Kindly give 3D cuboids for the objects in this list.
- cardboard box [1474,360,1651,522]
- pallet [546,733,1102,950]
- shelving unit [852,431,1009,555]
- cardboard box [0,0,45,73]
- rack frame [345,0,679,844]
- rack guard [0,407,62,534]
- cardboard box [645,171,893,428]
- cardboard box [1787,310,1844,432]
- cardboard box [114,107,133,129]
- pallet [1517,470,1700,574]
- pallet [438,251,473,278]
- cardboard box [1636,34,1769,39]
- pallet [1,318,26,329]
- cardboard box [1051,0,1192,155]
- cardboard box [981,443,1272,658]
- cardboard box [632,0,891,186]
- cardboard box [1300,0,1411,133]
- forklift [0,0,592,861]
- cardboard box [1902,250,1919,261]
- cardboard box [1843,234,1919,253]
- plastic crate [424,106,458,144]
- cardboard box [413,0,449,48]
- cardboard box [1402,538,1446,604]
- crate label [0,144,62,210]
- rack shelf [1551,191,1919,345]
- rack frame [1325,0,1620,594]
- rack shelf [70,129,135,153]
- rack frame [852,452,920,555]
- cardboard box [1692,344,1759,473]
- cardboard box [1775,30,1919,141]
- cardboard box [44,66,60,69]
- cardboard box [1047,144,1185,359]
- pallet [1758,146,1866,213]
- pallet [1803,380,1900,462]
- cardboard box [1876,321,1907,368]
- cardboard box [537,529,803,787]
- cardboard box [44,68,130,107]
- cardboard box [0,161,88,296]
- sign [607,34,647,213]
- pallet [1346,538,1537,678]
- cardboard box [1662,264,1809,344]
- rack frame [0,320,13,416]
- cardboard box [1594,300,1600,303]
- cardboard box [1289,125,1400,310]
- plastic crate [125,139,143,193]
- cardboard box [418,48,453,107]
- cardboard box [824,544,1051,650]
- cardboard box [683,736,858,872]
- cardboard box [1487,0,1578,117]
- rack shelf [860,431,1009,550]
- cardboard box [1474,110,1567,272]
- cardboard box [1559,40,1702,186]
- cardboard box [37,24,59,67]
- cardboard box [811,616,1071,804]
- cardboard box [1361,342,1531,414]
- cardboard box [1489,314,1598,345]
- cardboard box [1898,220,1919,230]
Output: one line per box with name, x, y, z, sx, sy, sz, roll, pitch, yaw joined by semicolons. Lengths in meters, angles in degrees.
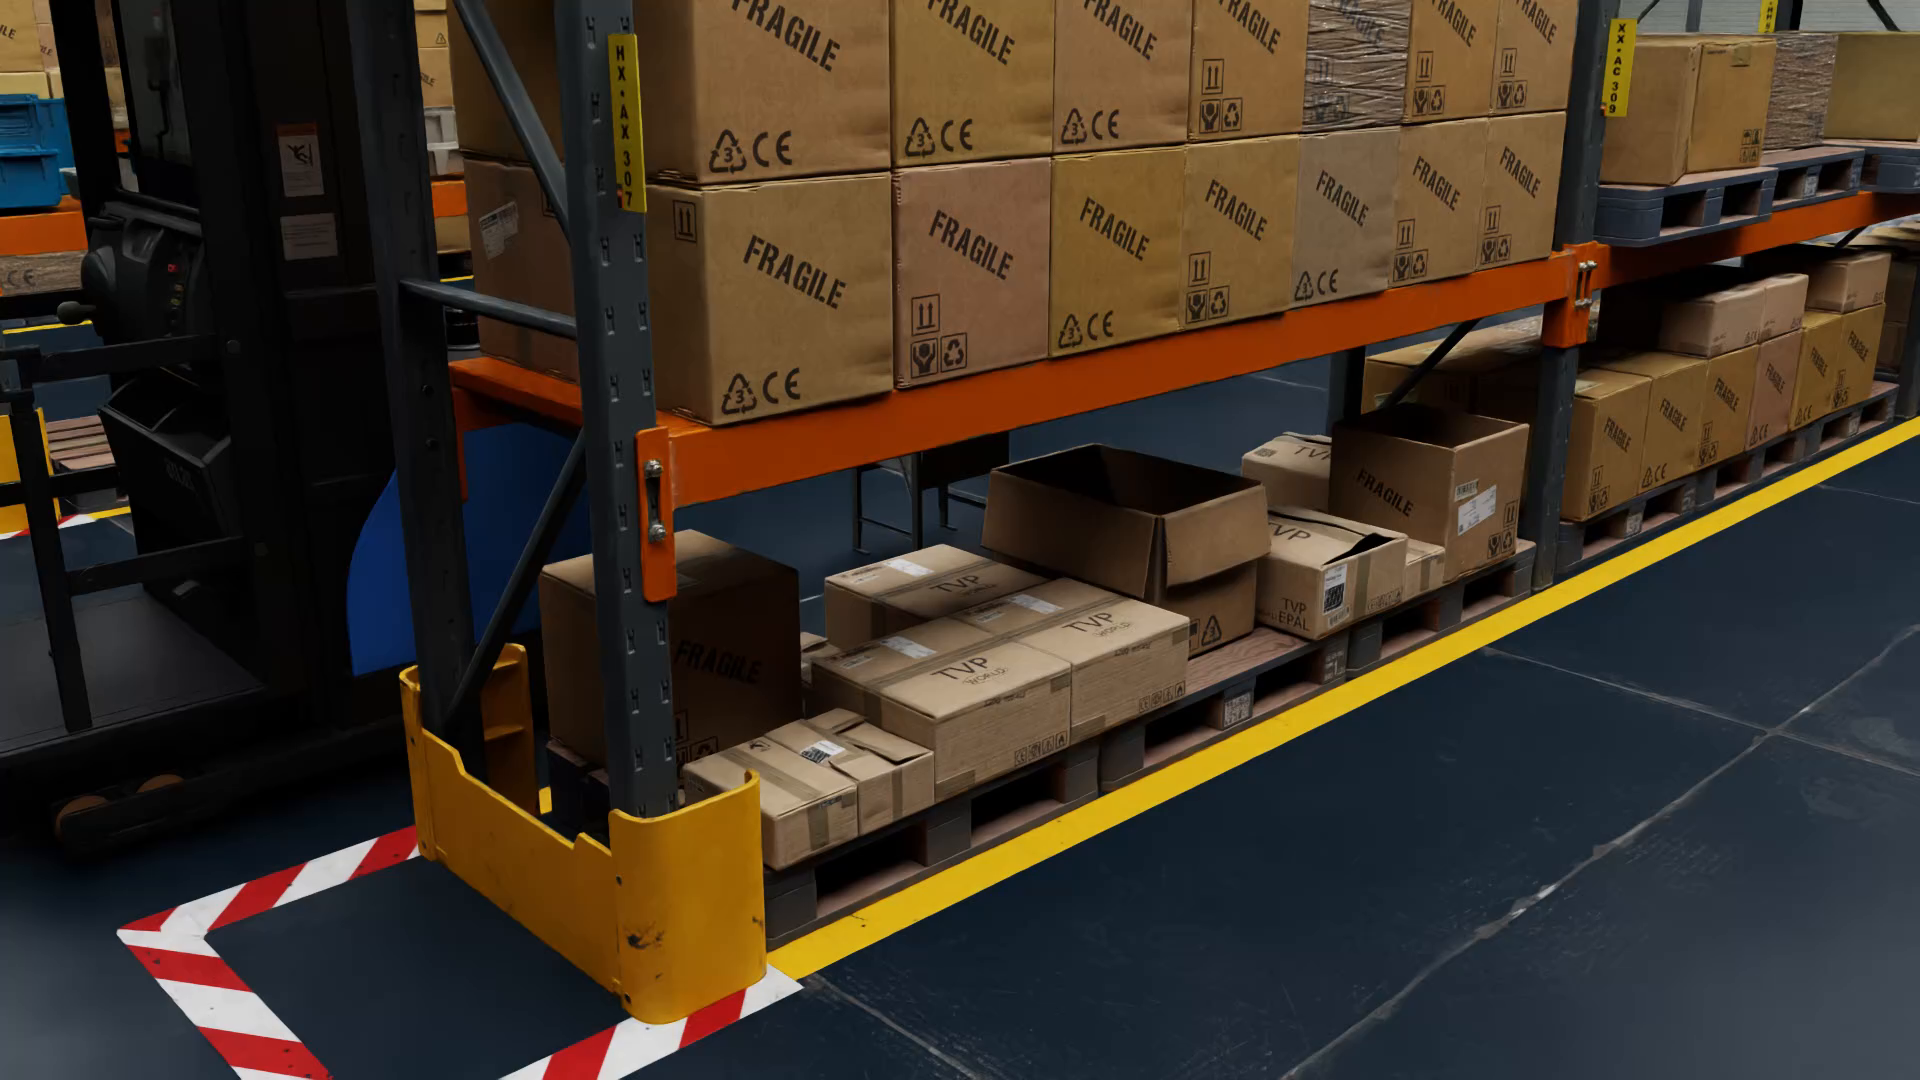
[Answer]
cardboard box;2.421;-0.413;6.735;0.500;0.500;0.500;17;24;41
pallet;-0.371;0.644;4.657;1.213;0.211;1.003;-16;24;-41
shelving unit;-0.120;-0.964;6.553;0.503;2.100;0.431;-16;24;-41
cardboard box;-6.538;-3.403;11.163;0.500;0.500;0.500;-17;25;-42
rack frame;-1.005;-0.497;3.655;0.127;3.000;1.000;-16;24;-41
rack guard;-4.414;-0.411;7.442;0.348;0.500;1.175;-16;24;-41
cardboard box;-0.501;-0.580;3.748;0.500;0.500;0.500;-16;24;-40
cardboard box;3.914;-0.852;8.090;0.500;0.500;0.500;17;24;42
cardboard box;-6.017;-2.982;11.727;0.250;0.149;0.380;-16;24;-40
pallet;2.467;-0.199;7.257;1.213;0.211;1.003;-16;24;-41
pallet;-4.393;-2.420;14.106;1.213;0.211;1.003;-16;24;-41
cardboard box;3.143;-1.981;7.387;0.700;0.500;0.500;11;21;30
pallet;-7.281;-1.579;11.512;1.213;0.211;1.003;-16;24;-41
cardboard box;0.241;-1.273;4.264;0.500;0.500;0.500;-16;24;-40
cardboard box;0.540;0.032;5.355;0.637;0.503;0.797;-16;24;-41
cardboard box;-0.501;-1.056;3.594;0.500;0.500;0.500;-15;23;-39
cardboard box;0.976;-1.487;4.925;0.500;0.500;0.500;-16;24;-40
forklift;-2.414;-0.731;4.487;3.031;2.935;1.130;-15;23;-39
cardboard box;5.767;-1.510;9.645;0.500;0.311;0.500;-17;25;-42
cardboard box;5.762;-1.735;10.341;0.500;0.311;0.500;-16;24;-41
plastic crate;-2.735;-2.146;8.834;0.530;0.282;0.437;-16;24;-41
cardboard box;-4.443;-4.228;13.372;0.637;0.503;0.797;-17;25;-42
cardboard box;1.452;0.079;5.786;0.250;0.149;0.380;-16;24;-41
crate label;-3.999;-1.536;7.032;0.303;0.233;0.416;-16;24;-41
rack shelf;3.355;-1.427;7.688;4.000;0.370;1.077;-16;24;-41
rack frame;1.902;-1.345;6.270;0.127;3.000;1.000;-16;24;-41
rack shelf;-6.355;-2.800;11.923;4.000;0.370;1.077;-16;24;-41
rack frame;-0.298;-0.912;6.393;0.015;2.100;0.400;-16;24;-41
cardboard box;3.169;-0.633;7.413;0.500;0.500;0.500;-16;24;-40
cardboard box;4.428;-2.281;8.314;0.700;0.500;0.500;9;20;26
cardboard box;-6.524;-3.277;11.990;0.500;0.250;0.500;-16;24;-41
cardboard box;0.237;-0.796;4.415;0.500;0.500;0.500;-16;24;-41
pallet;3.398;-1.688;7.639;1.213;0.211;1.003;-16;24;-41
pallet;4.240;-0.716;8.852;1.213;0.211;1.003;-16;24;-41
cardboard box;5.391;-1.130;9.382;0.500;0.250;0.500;-16;24;-41
cardboard box;-0.779;0.312;4.499;0.500;0.500;0.500;-16;24;-41
cardboard box;-6.157;-3.159;11.624;0.500;0.250;0.500;-17;24;-42
cardboard box;-6.737;-2.254;11.836;0.875;0.875;0.875;-16;24;-41
sign;-0.632;-0.788;3.147;0.005;0.325;0.100;-16;24;-41
pallet;1.402;0.127;6.252;1.213;0.211;1.003;-16;24;-41
cardboard box;3.512;-1.088;7.601;0.500;0.250;0.500;-17;24;-42
rack frame;-4.405;-1.608;7.082;0.127;3.000;1.000;-16;24;-41
cardboard box;3.537;-0.963;8.431;0.500;0.500;0.500;-17;24;-42
cardboard box;0.970;-1.010;5.075;0.500;0.500;0.500;-16;24;-40
plastic crate;-3.521;-1.675;7.462;0.300;0.233;0.416;-16;24;-41
cardboard box;-4.395;-3.655;13.232;0.500;0.500;0.500;-16;24;-41
cardboard box;-0.068;0.236;5.137;0.500;0.250;0.500;-16;24;-41
cardboard box;-0.464;0.638;4.063;0.250;0.149;0.380;-16;24;-41
cardboard box;1.712;-1.703;5.591;0.500;0.500;0.500;-16;24;-41
rack shelf;-0.120;-0.285;6.773;0.480;0.518;0.431;-16;24;-41
cardboard box;1.715;-1.229;5.750;0.500;0.500;0.500;-16;24;-40
cardboard box;2.400;-1.643;6.344;0.700;0.500;0.500;9;20;26
cardboard box;-8.771;-4.612;15.702;0.500;0.500;0.500;-17;25;-42
cardboard box;-0.051;0.444;4.498;0.500;0.250;0.500;-16;24;-41
cardboard box;2.064;-0.534;7.108;0.500;0.500;0.500;-16;24;-41
cardboard box;2.793;-0.743;7.753;0.500;0.500;0.500;-16;24;-40
cardboard box;6.501;-1.952;11.010;0.500;0.311;0.500;17;25;42
